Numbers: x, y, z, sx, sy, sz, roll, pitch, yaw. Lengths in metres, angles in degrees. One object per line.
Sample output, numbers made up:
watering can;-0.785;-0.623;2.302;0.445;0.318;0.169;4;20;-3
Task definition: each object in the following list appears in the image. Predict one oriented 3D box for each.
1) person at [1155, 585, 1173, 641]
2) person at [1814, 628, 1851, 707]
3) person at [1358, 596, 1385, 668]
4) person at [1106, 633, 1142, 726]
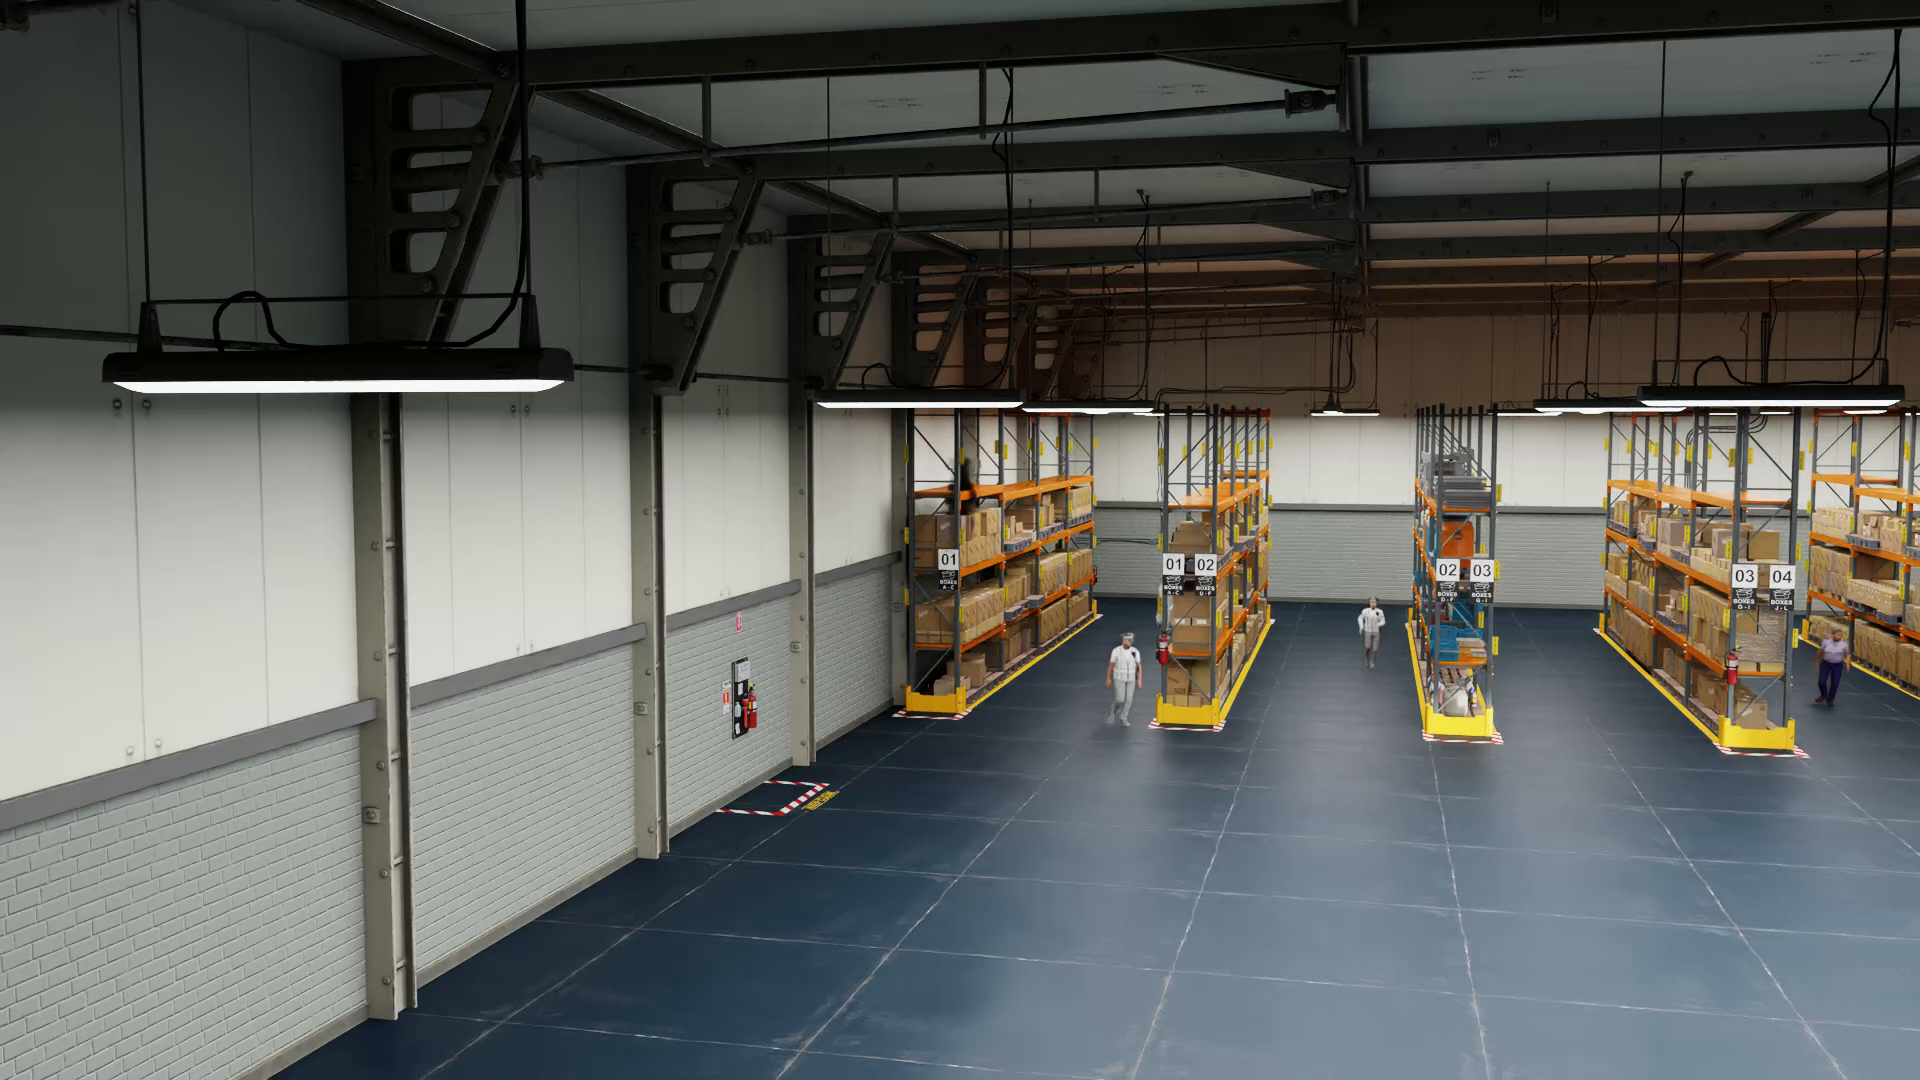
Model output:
person;5.227;1.764;42.377;0.665;1.727;0.789;2;5;27
person;17.306;2.525;32.989;0.627;1.600;0.591;2;5;23
person;9.410;2.110;37.982;0.585;1.655;0.620;1;4;10
person;3.059;2.587;30.919;0.609;1.747;0.482;-1;4;-17
